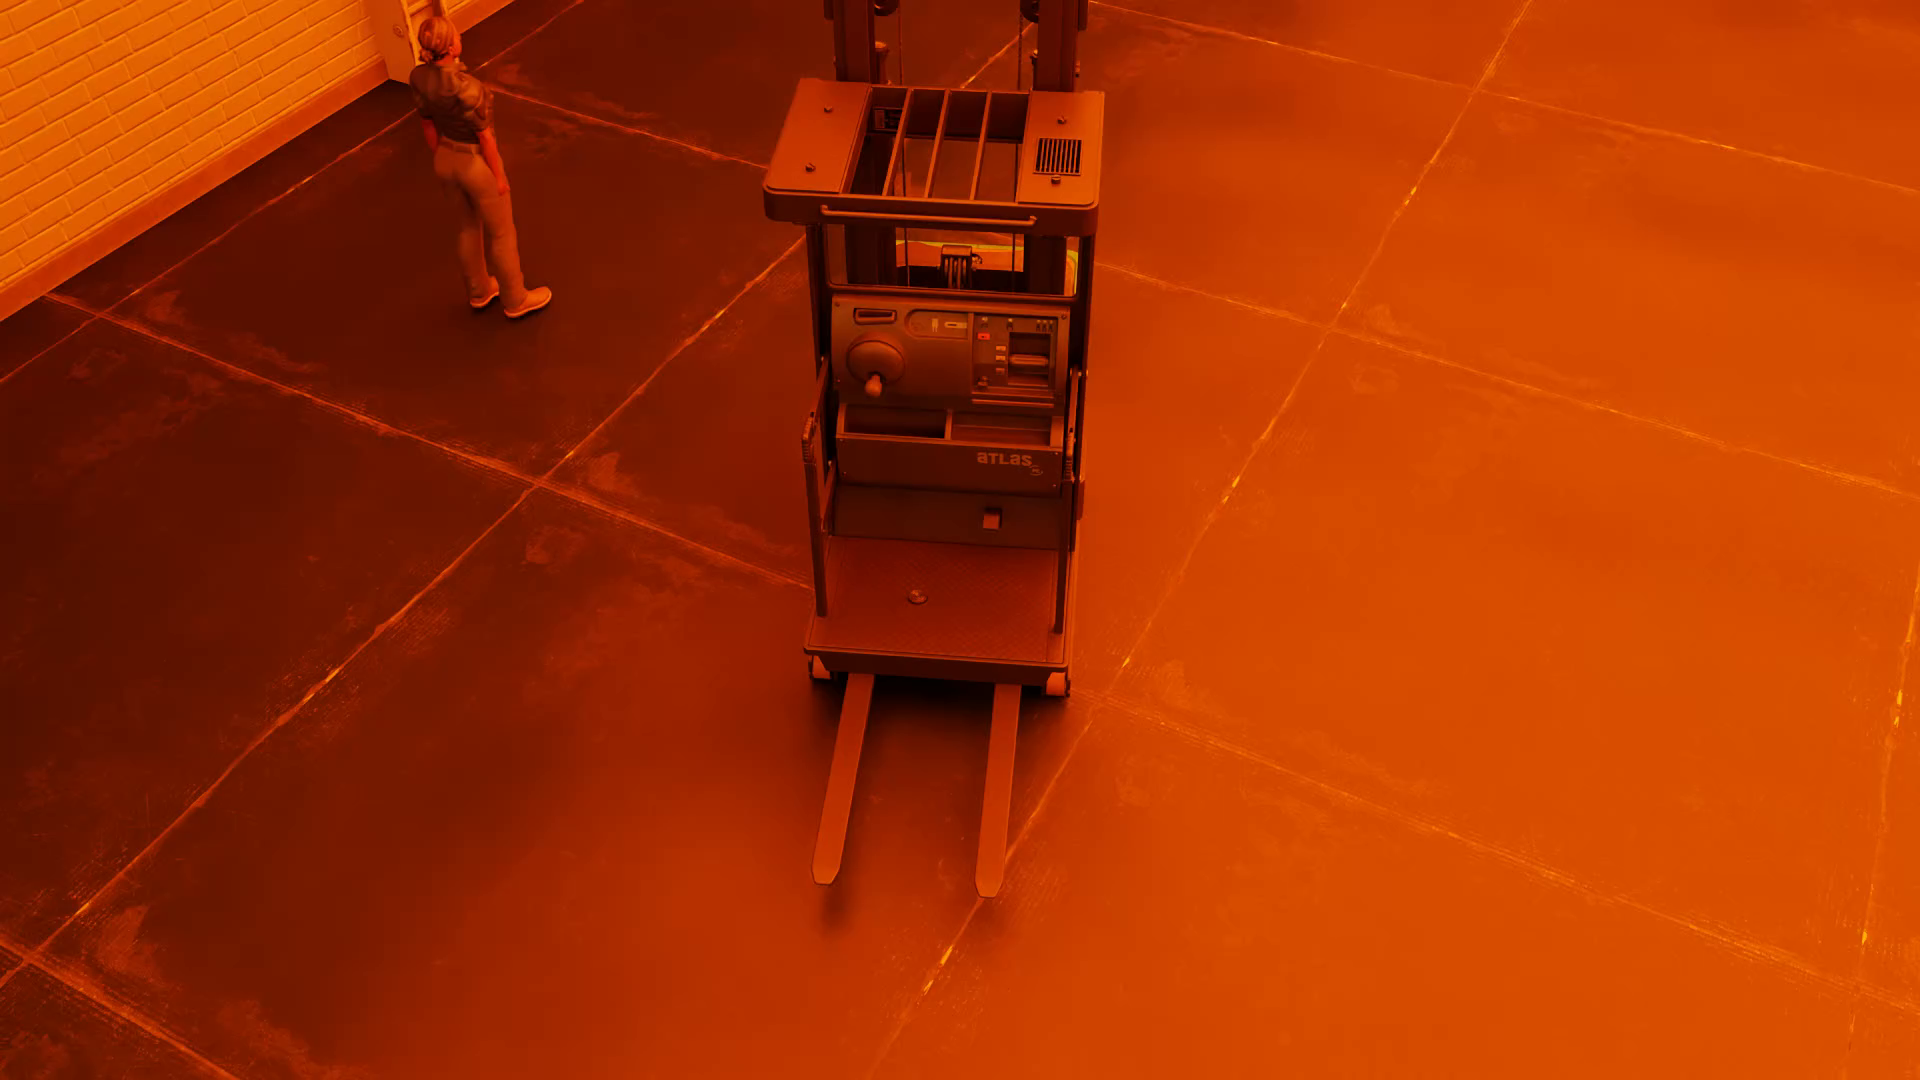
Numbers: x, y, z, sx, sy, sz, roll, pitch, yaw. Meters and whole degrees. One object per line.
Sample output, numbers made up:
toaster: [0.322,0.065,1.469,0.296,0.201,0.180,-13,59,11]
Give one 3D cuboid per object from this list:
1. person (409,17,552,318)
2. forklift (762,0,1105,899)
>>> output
person: [-2.498,-1.912,8.557,0.452,1.660,0.335,19,47,19]
forklift: [-0.059,-0.651,6.345,1.130,2.935,3.031,4,43,4]
